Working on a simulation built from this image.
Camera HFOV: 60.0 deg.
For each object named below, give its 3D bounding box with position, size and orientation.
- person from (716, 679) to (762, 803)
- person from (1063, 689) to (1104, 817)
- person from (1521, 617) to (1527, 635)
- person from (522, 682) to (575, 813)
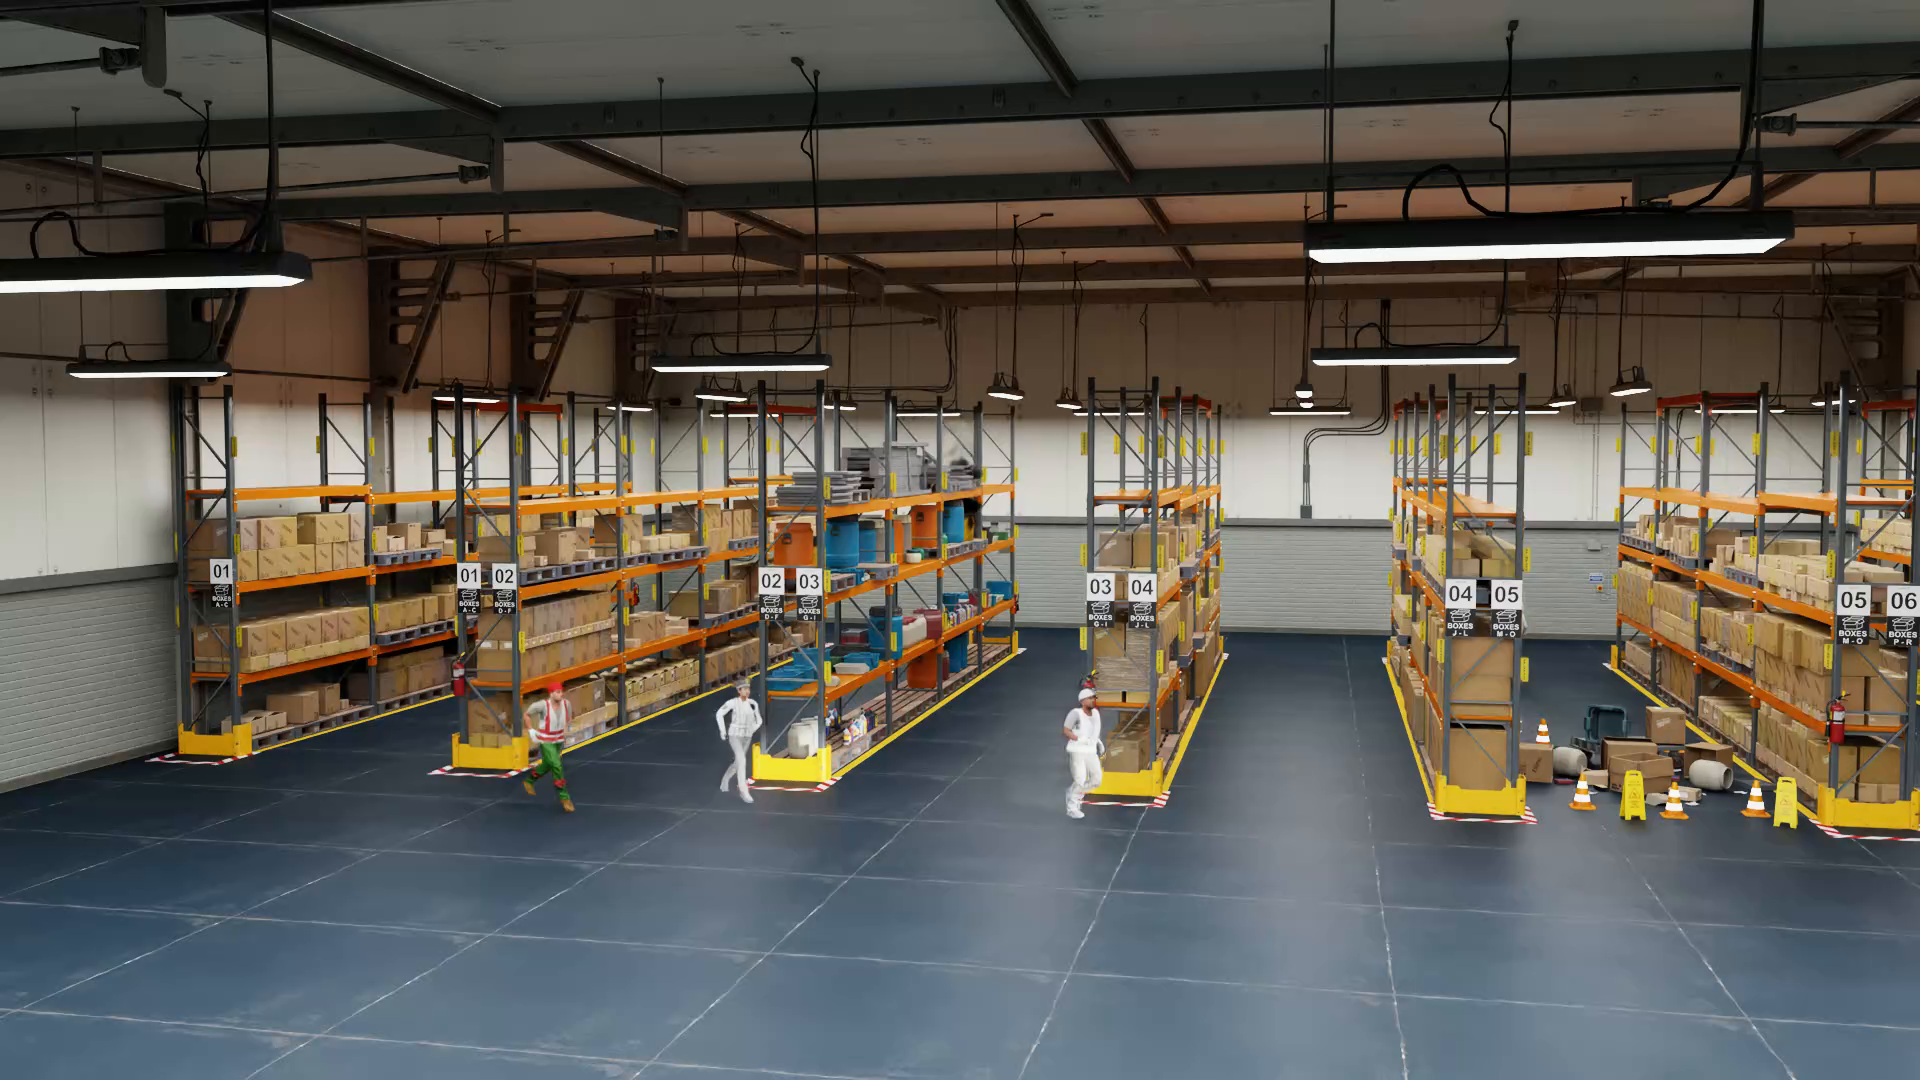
[{"bbox_3d":[-3.117,2.829,23.729,0.577,1.688,0.887,-2,4,-36],"label":"person"},{"bbox_3d":[1.710,2.876,22.518,0.726,1.723,0.619,-2,4,-36],"label":"person"},{"bbox_3d":[11.862,2.129,35.859,0.668,1.738,0.794,0,3,7],"label":"person"},{"bbox_3d":[-5.722,2.830,23.106,1.130,1.780,0.660,2,4,36],"label":"person"}]
